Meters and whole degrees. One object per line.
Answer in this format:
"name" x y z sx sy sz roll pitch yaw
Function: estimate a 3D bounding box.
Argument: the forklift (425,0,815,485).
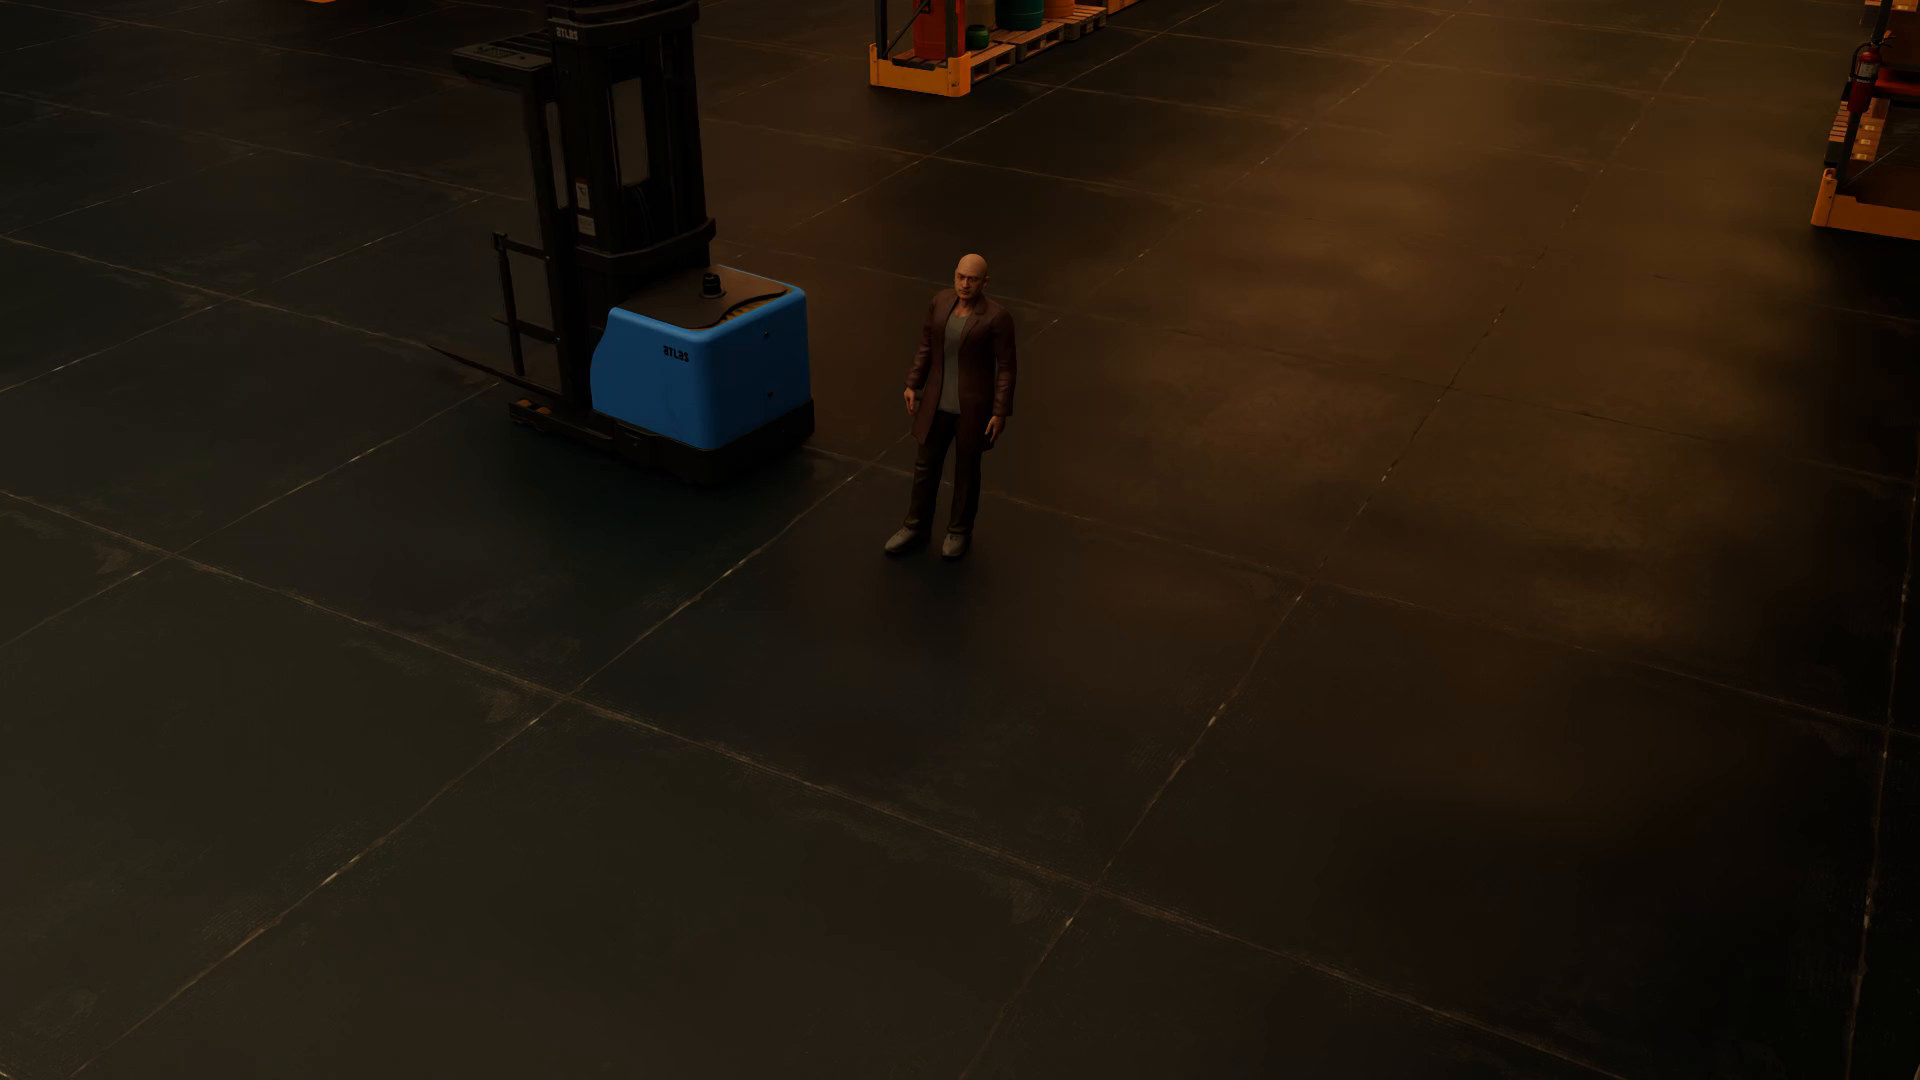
"forklift" -2.460 -2.194 10.872 3.031 2.935 1.130 20 36 31

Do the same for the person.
"person" -0.048 -0.737 9.487 0.698 1.777 0.579 15 33 25
